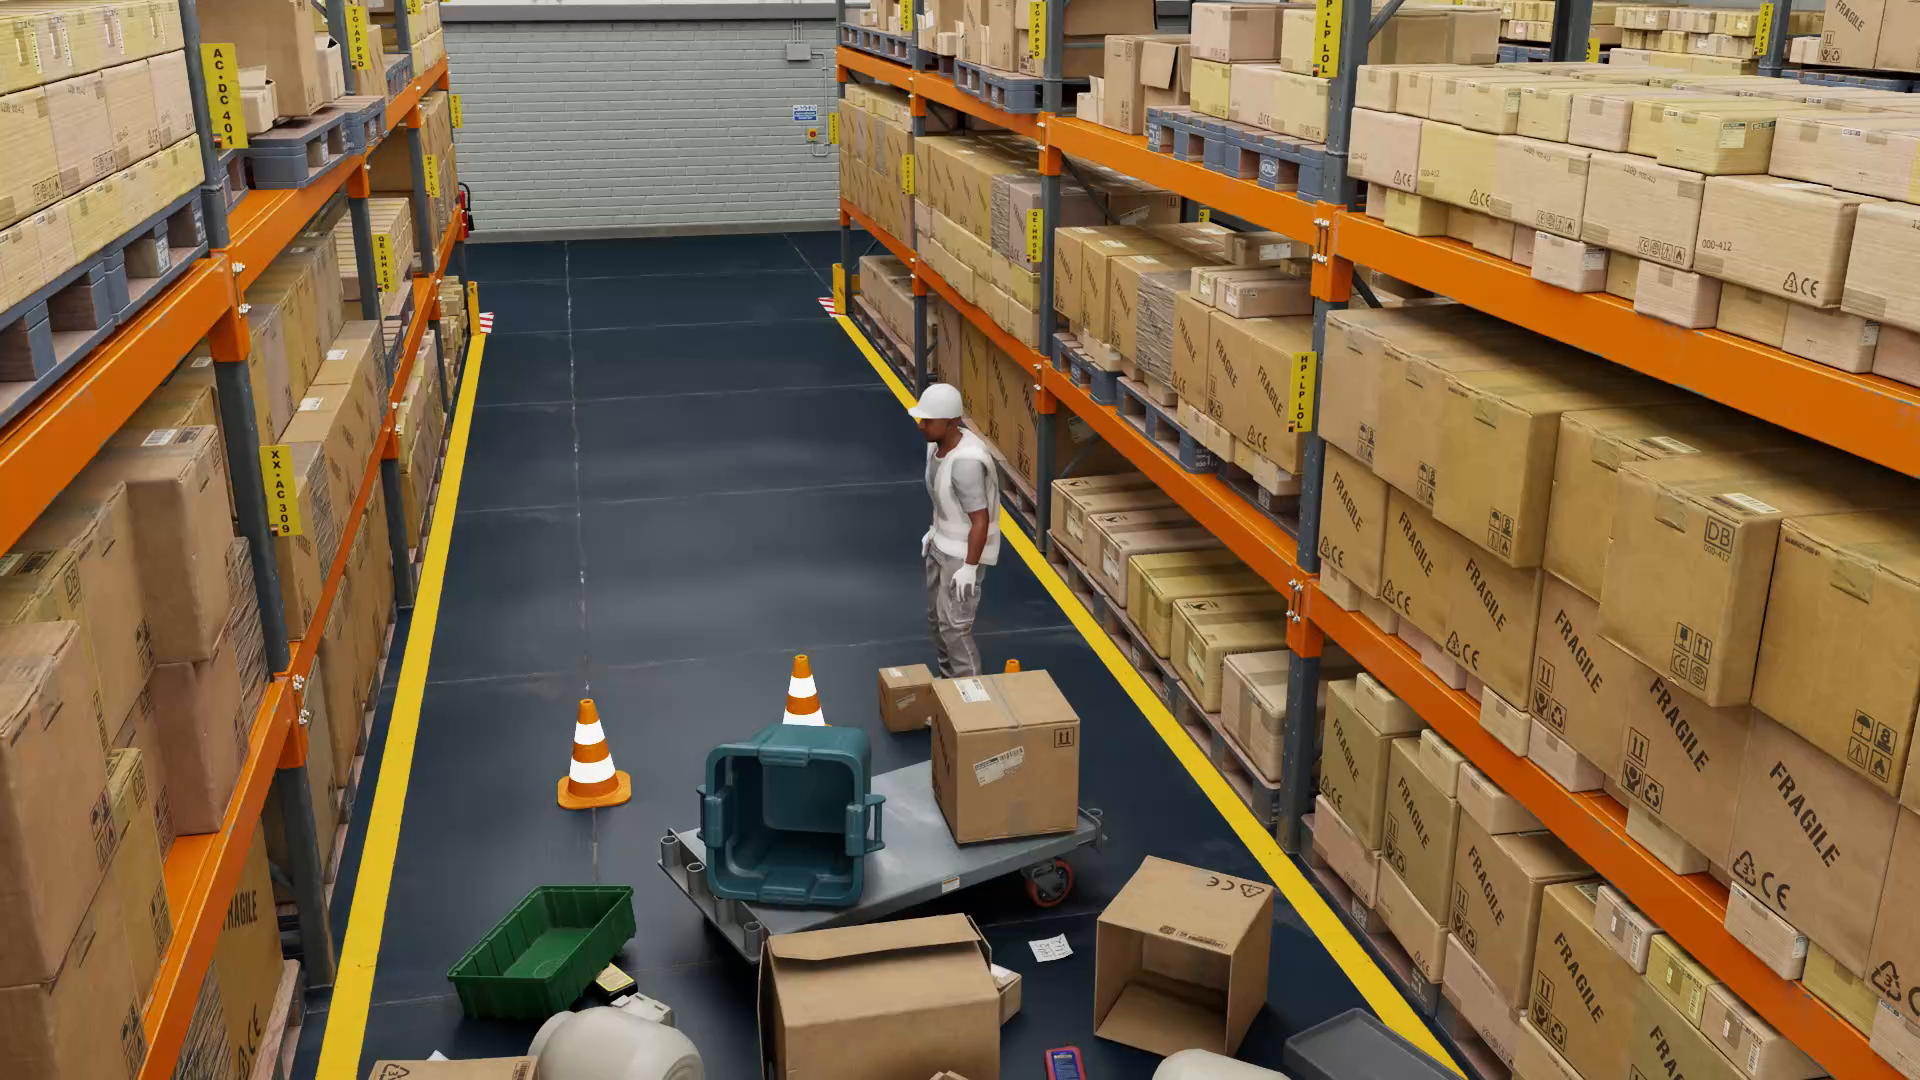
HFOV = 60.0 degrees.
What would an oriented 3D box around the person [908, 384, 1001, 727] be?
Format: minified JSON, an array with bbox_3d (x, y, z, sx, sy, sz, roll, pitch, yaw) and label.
[{"bbox_3d":[-0.041,0.068,8.361,0.450,1.772,0.619,-6,20,-17],"label":"person"}]
